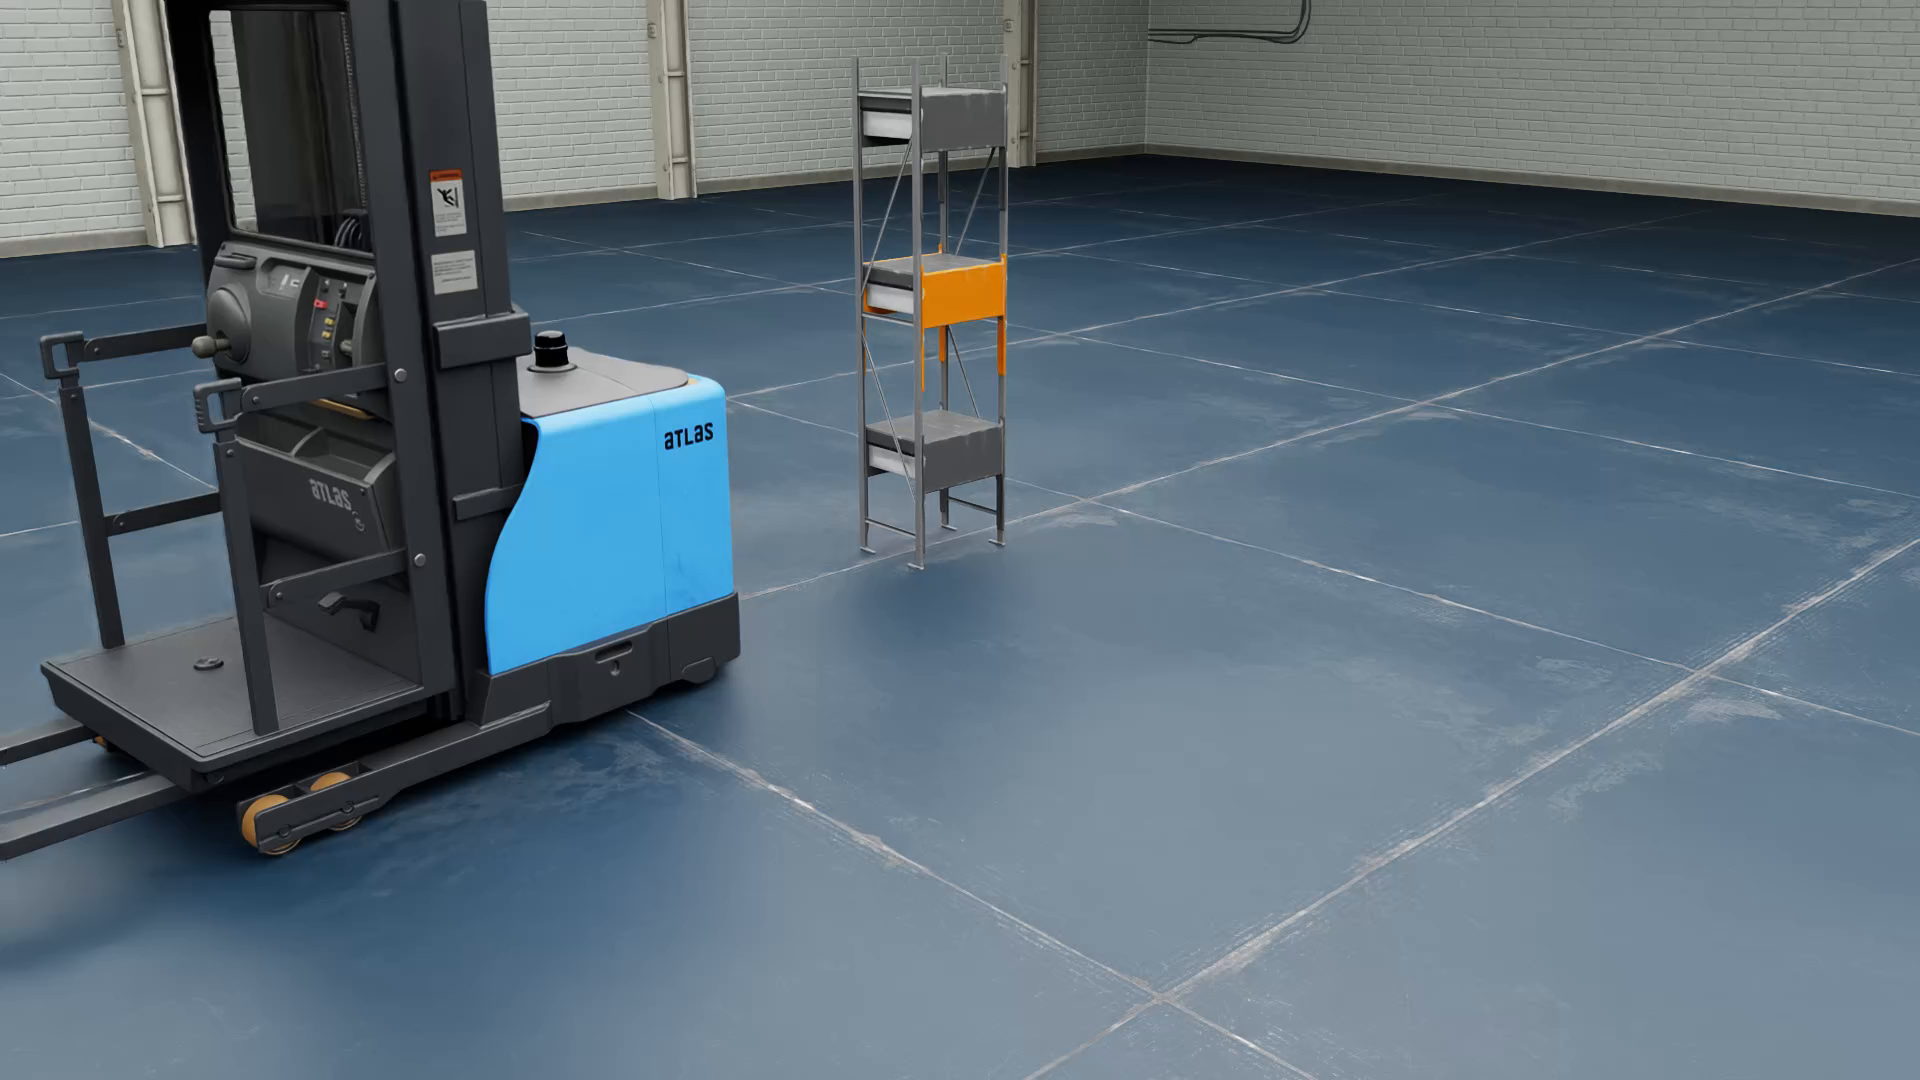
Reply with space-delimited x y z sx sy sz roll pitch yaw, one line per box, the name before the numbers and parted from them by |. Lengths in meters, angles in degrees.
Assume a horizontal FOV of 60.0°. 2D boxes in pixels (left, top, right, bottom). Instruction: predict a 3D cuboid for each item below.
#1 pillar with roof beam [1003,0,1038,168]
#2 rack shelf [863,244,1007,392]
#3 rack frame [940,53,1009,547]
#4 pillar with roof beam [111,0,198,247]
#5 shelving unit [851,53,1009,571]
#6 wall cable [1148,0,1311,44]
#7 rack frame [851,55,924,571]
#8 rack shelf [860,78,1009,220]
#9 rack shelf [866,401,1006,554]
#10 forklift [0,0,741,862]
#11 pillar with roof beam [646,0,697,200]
pillar with roof beam | 3.826 -8.813 20.075 0.400 9.000 9.100 -16 24 -41
rack shelf | -0.120 -0.951 7.057 0.480 0.518 0.431 -16 24 -41
rack frame | 0.057 -1.015 7.212 0.015 2.100 0.400 -16 24 -41
pillar with roof beam | -4.893 -6.270 12.232 0.400 9.000 9.100 -16 24 -41
shelving unit | -0.120 -0.964 7.053 0.503 2.100 0.431 -16 24 -41
wall cable | 3.918 -8.628 24.540 0.112 2.526 3.097 -16 24 -41
rack frame | -0.298 -0.912 6.893 0.015 2.100 0.400 -16 24 -41
rack shelf | -0.120 -1.617 6.841 0.480 0.518 0.431 -16 24 -41
rack shelf | -0.120 -0.285 7.273 0.480 0.518 0.431 -16 24 -41
forklift | -2.140 -0.675 4.816 1.130 2.935 3.031 15 23 39
pillar with roof beam | -0.533 -7.541 16.153 0.400 9.000 9.100 -16 24 -41
